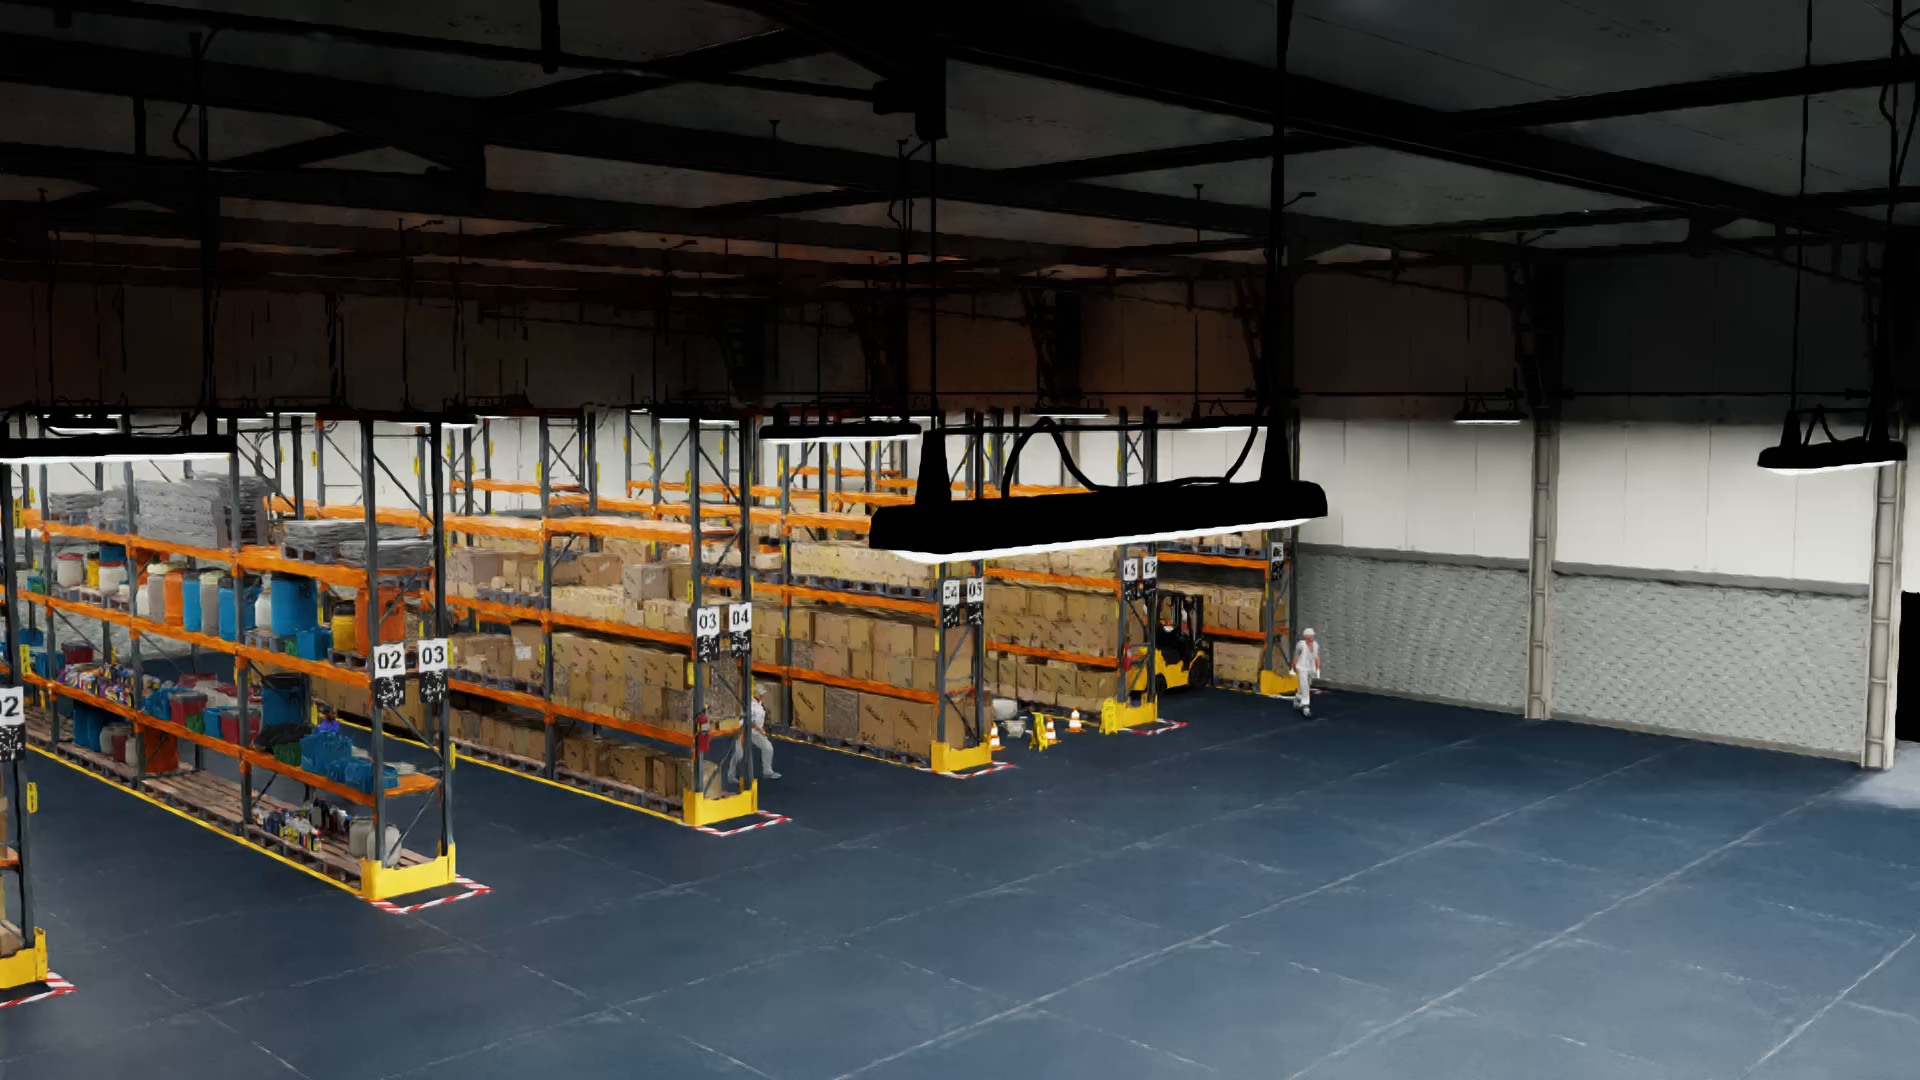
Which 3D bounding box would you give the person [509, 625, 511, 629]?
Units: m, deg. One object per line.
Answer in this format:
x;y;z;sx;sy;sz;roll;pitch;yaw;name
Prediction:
-11.636;1.673;43.997;0.414;1.504;1.036;-5;7;-43;person

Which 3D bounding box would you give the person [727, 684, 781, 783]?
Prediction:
-3.393;3.130;27.090;0.767;1.607;0.655;2;6;23;person

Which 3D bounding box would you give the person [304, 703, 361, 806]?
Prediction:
-9.577;3.276;25.282;0.883;1.603;0.488;2;5;17;person

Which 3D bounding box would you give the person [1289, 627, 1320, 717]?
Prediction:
6.826;2.574;32.768;0.593;1.745;0.983;-2;6;-24;person
